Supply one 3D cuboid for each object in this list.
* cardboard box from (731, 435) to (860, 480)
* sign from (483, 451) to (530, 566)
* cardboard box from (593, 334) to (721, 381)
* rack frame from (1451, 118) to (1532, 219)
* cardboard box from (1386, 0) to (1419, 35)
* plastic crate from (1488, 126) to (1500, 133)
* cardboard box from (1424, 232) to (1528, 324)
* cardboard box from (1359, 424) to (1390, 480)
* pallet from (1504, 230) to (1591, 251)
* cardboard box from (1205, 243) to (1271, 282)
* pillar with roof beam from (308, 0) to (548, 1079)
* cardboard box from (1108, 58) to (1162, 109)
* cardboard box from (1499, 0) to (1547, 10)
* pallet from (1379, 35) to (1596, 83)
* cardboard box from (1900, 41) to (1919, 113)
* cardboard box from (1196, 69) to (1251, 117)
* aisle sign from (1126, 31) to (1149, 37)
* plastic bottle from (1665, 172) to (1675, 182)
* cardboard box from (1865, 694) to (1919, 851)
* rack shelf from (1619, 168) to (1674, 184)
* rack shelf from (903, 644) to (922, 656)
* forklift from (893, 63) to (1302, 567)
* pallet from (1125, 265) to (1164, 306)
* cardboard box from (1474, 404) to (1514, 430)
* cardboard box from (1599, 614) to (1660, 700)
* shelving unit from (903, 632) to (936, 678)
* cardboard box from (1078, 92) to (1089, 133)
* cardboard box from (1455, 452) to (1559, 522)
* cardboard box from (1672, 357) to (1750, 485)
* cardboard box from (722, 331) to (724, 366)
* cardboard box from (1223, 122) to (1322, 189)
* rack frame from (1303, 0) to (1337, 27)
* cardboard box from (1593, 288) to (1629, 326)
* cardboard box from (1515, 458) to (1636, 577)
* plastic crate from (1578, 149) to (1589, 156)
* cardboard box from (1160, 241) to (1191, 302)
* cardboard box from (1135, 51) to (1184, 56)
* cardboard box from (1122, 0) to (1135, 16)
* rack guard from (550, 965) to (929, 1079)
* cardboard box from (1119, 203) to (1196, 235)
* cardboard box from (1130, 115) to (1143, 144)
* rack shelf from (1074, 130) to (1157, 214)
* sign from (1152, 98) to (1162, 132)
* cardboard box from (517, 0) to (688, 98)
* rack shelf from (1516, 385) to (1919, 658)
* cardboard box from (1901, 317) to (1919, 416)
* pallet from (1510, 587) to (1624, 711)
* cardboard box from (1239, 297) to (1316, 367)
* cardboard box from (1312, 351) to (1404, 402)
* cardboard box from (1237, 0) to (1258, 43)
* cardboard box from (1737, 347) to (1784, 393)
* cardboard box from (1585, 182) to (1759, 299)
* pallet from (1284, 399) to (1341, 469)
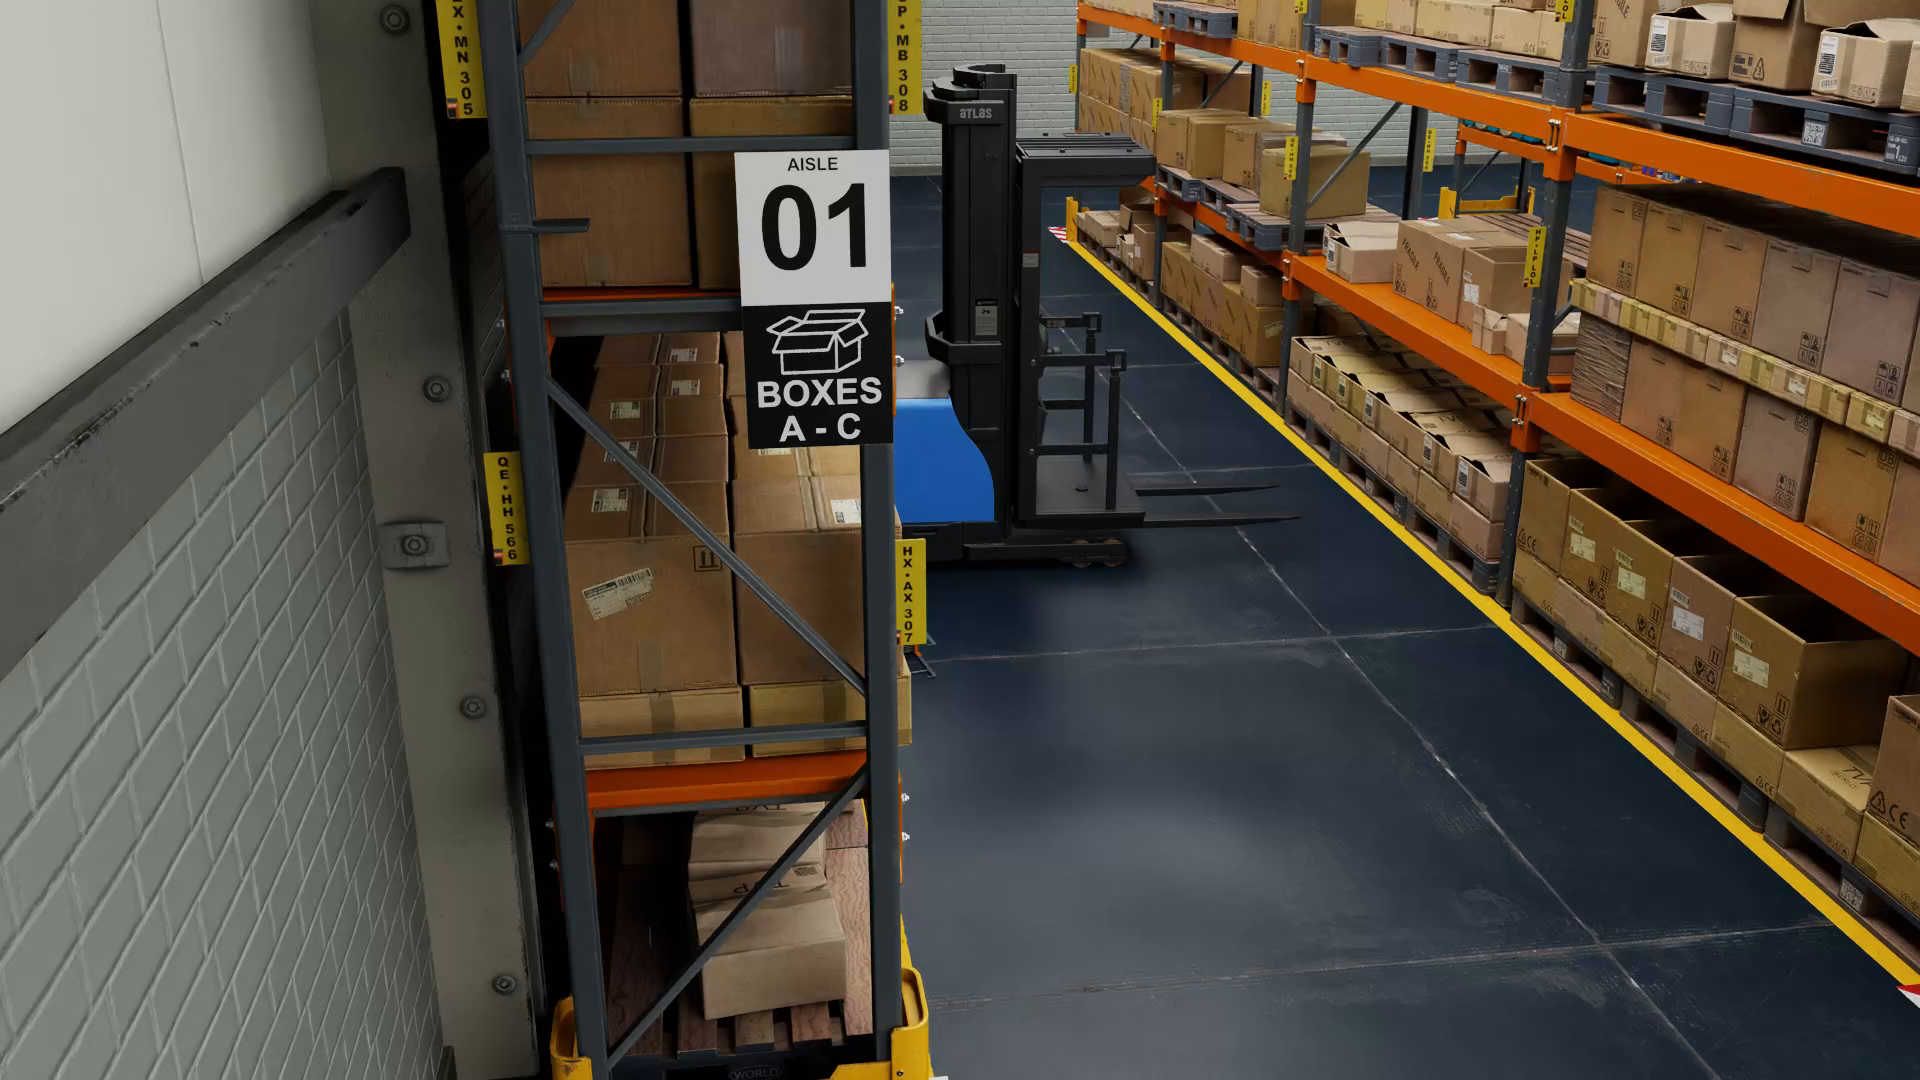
[{"bbox_3d":[-0.517,-0.058,5.698,0.500,0.500,0.500,-3,21,-8],"label":"cardboard box"},{"bbox_3d":[-1.237,-0.085,4.550,0.100,0.325,0.005,-3,21,-8],"label":"sign"},{"bbox_3d":[-1.263,-0.565,7.057,0.500,0.500,0.500,-2,21,-6],"label":"cardboard box"},{"bbox_3d":[6.813,-5.455,21.034,1.000,3.000,0.127,-3,21,-8],"label":"rack frame"},{"bbox_3d":[3.278,-3.633,11.484,0.500,0.250,0.500,-2,21,-6],"label":"cardboard box"},{"bbox_3d":[6.617,-5.075,20.169,0.416,0.233,0.300,-3,21,-8],"label":"plastic crate"},{"bbox_3d":[3.398,-1.721,10.894,0.500,0.500,0.500,-3,21,-8],"label":"cardboard box"},{"bbox_3d":[3.076,-0.618,11.413,0.500,0.250,0.500,-2,21,-7],"label":"cardboard box"},{"bbox_3d":[7.066,-3.440,19.624,1.003,0.211,1.213,-3,21,-8],"label":"pallet"},{"bbox_3d":[2.533,-2.508,15.017,0.500,0.250,0.500,-3,21,-9],"label":"cardboard box"},{"bbox_3d":[2.619,-2.642,4.928,9.100,9.000,0.400,-3,21,-8],"label":"pillar with roof beam"},{"bbox_3d":[1.938,-5.025,18.310,0.500,0.500,0.500,-3,21,-8],"label":"cardboard box"},{"bbox_3d":[3.485,-3.346,9.643,0.500,0.500,0.500,-1,21,-3],"label":"cardboard box"},{"bbox_3d":[3.414,-3.136,10.807,1.003,0.211,1.213,-2,21,-5],"label":"pallet"},{"bbox_3d":[3.790,-1.649,5.972,0.500,0.250,0.500,-3,21,-8],"label":"cardboard box"},{"bbox_3d":[2.698,-4.514,16.943,0.500,0.500,0.500,-2,21,-6],"label":"cardboard box"},{"bbox_3d":[2.204,-6.463,20.018,0.394,0.787,0.004,-3,21,-8],"label":"aisle sign"},{"bbox_3d":[7.132,-3.706,16.528,0.152,0.276,0.135,-3,21,-8],"label":"plastic bottle"},{"bbox_3d":[3.845,0.903,6.270,0.500,0.500,0.500,-3,21,-8],"label":"cardboard box"},{"bbox_3d":[7.678,-3.040,15.598,1.077,0.370,4.000,-3,21,-8],"label":"rack shelf"},{"bbox_3d":[-0.341,0.542,8.979,0.258,0.180,0.103,-7,21,-18],"label":"rack shelf"},{"bbox_3d":[0.623,-1.389,10.245,3.031,2.935,1.130,-1,21,-4],"label":"forklift"},{"bbox_3d":[2.389,-2.753,17.785,1.003,0.211,1.213,-3,21,-8],"label":"pallet"},{"bbox_3d":[3.684,-0.731,10.915,0.500,0.311,0.500,-4,21,-10],"label":"cardboard box"},{"bbox_3d":[3.541,0.562,8.253,0.500,0.250,0.500,-3,21,-8],"label":"cardboard box"},{"bbox_3d":[-0.434,0.450,9.232,0.258,0.189,1.200,-7,21,-18],"label":"shelving unit"},{"bbox_3d":[1.714,-5.086,19.904,0.500,0.500,0.500,-2,21,-7],"label":"cardboard box"},{"bbox_3d":[3.298,-0.349,9.891,0.500,0.311,0.500,-3,21,-8],"label":"cardboard box"},{"bbox_3d":[3.861,-0.589,7.863,0.700,0.500,0.500,-3,21,-7],"label":"cardboard box"},{"bbox_3d":[-1.301,-1.231,8.954,0.700,0.500,0.500,-3,21,-8],"label":"cardboard box"},{"bbox_3d":[2.803,-3.456,14.940,0.700,0.500,0.500,-8,22,-21],"label":"cardboard box"},{"bbox_3d":[3.064,-5.247,11.903,1.000,3.000,0.127,-3,21,-8],"label":"rack frame"},{"bbox_3d":[3.524,-1.213,8.606,0.380,0.149,0.250,-3,21,-7],"label":"cardboard box"},{"bbox_3d":[3.397,-0.135,9.049,0.500,0.500,0.500,-3,21,-8],"label":"cardboard box"},{"bbox_3d":[6.962,-4.343,18.365,0.437,0.125,0.590,-3,21,-8],"label":"plastic crate"},{"bbox_3d":[2.316,-2.677,16.540,0.500,0.500,0.500,-4,21,-10],"label":"cardboard box"},{"bbox_3d":[2.320,-5.406,19.333,0.500,0.500,0.500,-2,21,-6],"label":"cardboard box"},{"bbox_3d":[2.012,-5.658,17.504,0.500,0.250,0.500,-3,21,-8],"label":"cardboard box"},{"bbox_3d":[-0.695,1.729,5.372,1.175,0.500,0.348,-3,21,-8],"label":"rack guard"},{"bbox_3d":[2.211,-3.508,18.761,0.797,0.503,0.637,-3,21,-8],"label":"cardboard box"},{"bbox_3d":[2.085,-4.207,17.550,0.500,0.500,0.500,-2,21,-6],"label":"cardboard box"},{"bbox_3d":[2.199,-4.177,18.641,1.077,0.370,4.000,-3,21,-8],"label":"rack shelf"},{"bbox_3d":[1.951,-4.197,16.429,0.100,0.325,0.005,-3,21,-8],"label":"sign"},{"bbox_3d":[-1.005,-1.481,4.508,0.500,0.500,0.500,-2,21,-5],"label":"cardboard box"},{"bbox_3d":[3.929,-0.022,7.516,1.077,0.370,4.000,-3,21,-8],"label":"rack shelf"},{"bbox_3d":[4.073,-0.684,6.262,0.700,0.500,0.500,-3,21,-9],"label":"cardboard box"},{"bbox_3d":[3.713,0.532,8.990,1.003,0.211,1.213,-3,21,-8],"label":"pallet"},{"bbox_3d":[2.697,-1.784,14.148,0.500,0.500,0.500,-2,21,-6],"label":"cardboard box"},{"bbox_3d":[2.933,-1.230,12.251,0.500,0.311,0.500,-3,21,-9],"label":"cardboard box"},{"bbox_3d":[2.819,-4.395,13.765,0.910,0.500,0.500,-3,21,-8],"label":"cardboard box"},{"bbox_3d":[3.714,-0.763,7.403,0.380,0.149,0.250,-3,21,-8],"label":"cardboard box"},{"bbox_3d":[3.711,-1.553,8.590,0.700,0.500,0.500,-3,21,-7],"label":"cardboard box"},{"bbox_3d":[3.144,-0.843,12.672,1.003,0.211,1.213,-3,21,-8],"label":"pallet"}]
